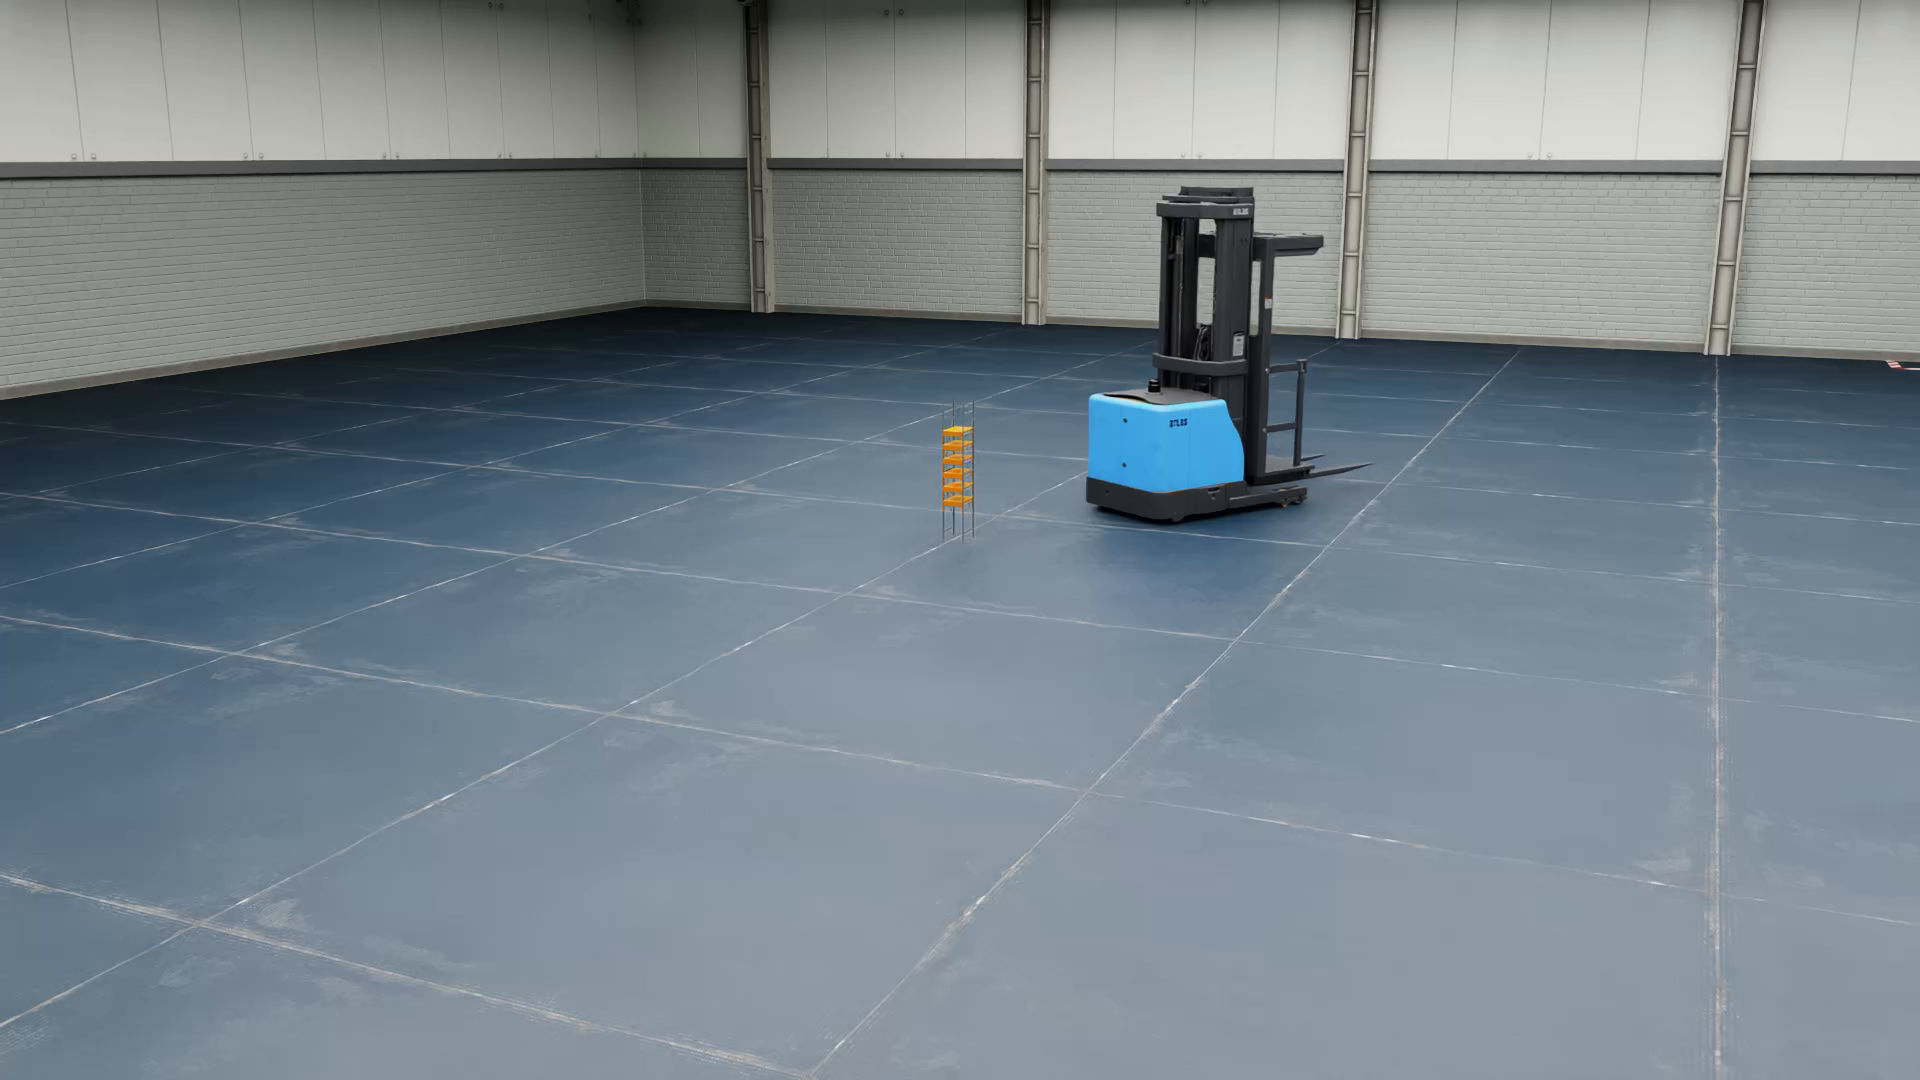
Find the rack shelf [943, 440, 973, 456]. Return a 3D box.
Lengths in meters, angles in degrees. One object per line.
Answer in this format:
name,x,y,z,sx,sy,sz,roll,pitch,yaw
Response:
rack shelf,-0.013,-0.776,14.079,0.180,0.103,0.258,6,14,23

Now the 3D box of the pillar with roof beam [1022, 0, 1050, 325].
pillar with roof beam,-0.321,-7.637,27.102,0.400,9.000,9.100,6,14,23

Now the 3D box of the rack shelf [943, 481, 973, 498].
rack shelf,-0.013,-0.425,14.161,0.180,0.103,0.258,6,14,23

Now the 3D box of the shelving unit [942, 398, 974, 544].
shelving unit,-0.013,-0.585,14.123,0.189,1.200,0.258,6,14,23

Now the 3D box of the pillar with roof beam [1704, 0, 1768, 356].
pillar with roof beam,10.651,-6.526,22.370,0.400,9.000,9.100,6,14,23

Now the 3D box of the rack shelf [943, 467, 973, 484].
rack shelf,-0.013,-0.542,14.134,0.180,0.103,0.258,6,14,23

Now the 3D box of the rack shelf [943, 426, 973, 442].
rack shelf,-0.013,-0.893,14.051,0.180,0.103,0.258,6,14,23

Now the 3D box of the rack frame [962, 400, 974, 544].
rack frame,0.070,-0.577,14.087,0.006,1.200,0.240,6,14,23

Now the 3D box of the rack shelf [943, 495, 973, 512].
rack shelf,-0.013,-0.309,14.188,0.180,0.103,0.258,6,14,23

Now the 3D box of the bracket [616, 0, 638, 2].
bracket,-6.753,-11.027,33.671,0.430,0.232,0.235,6,14,23

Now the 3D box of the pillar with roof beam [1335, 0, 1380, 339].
pillar with roof beam,5.165,-7.082,24.736,0.400,9.000,9.100,6,14,23

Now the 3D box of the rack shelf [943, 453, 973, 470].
rack shelf,-0.013,-0.659,14.106,0.180,0.103,0.258,6,14,23

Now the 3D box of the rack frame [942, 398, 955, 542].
rack frame,-0.097,-0.594,14.160,0.006,1.200,0.240,6,14,23

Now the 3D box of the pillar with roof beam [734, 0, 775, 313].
pillar with roof beam,-5.806,-8.192,29.468,0.548,9.000,9.100,6,14,23

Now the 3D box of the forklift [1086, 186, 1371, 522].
forklift,2.665,-1.827,15.625,3.031,2.935,1.130,-9,16,-35
